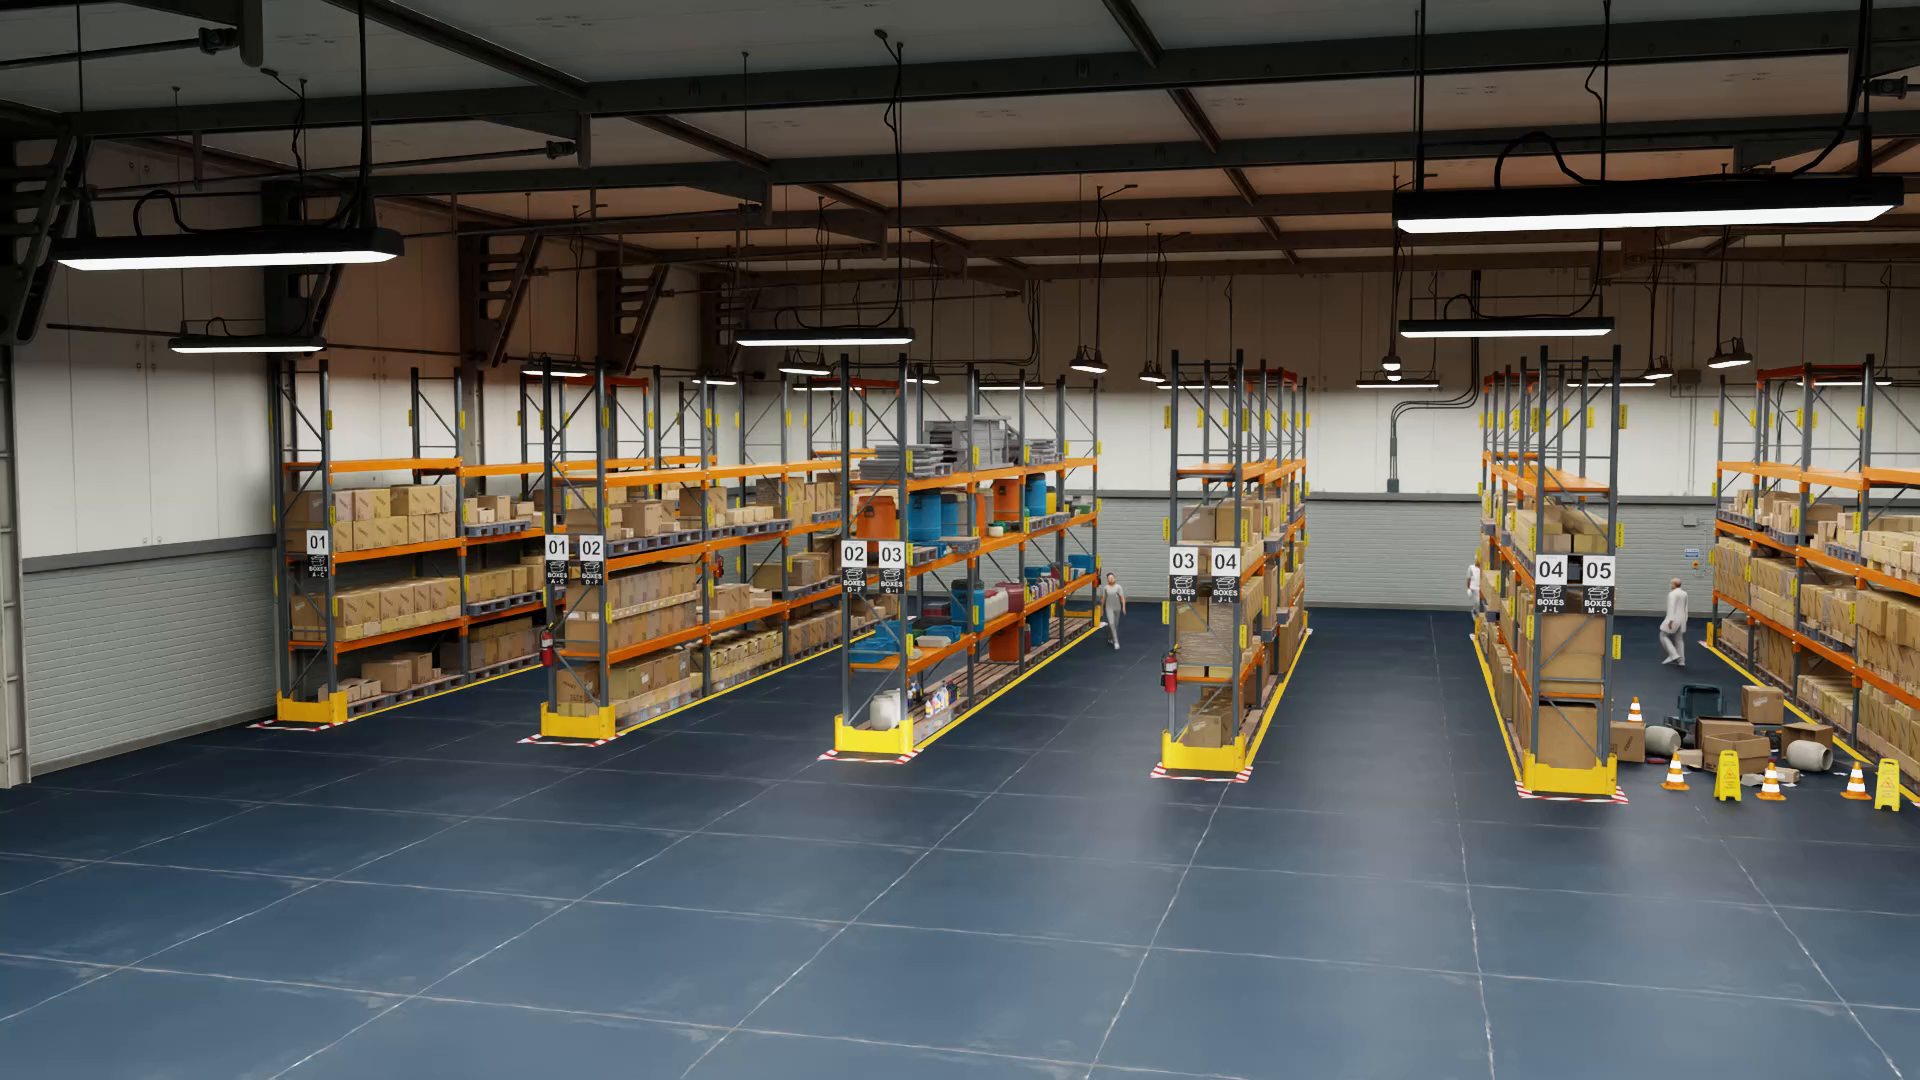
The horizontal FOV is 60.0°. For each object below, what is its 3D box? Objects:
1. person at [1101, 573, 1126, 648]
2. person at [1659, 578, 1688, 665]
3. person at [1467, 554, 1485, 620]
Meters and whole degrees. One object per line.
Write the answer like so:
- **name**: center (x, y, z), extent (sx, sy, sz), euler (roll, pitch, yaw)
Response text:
- **person**: center (3.402, 1.536, 36.705), extent (0.481, 1.607, 1.002), euler (-1, 4, -12)
- **person**: center (14.648, 1.661, 34.008), extent (0.609, 1.771, 0.491), euler (-2, 4, -23)
- **person**: center (12.640, 1.200, 40.540), extent (0.565, 1.774, 0.814), euler (-1, 4, -17)
